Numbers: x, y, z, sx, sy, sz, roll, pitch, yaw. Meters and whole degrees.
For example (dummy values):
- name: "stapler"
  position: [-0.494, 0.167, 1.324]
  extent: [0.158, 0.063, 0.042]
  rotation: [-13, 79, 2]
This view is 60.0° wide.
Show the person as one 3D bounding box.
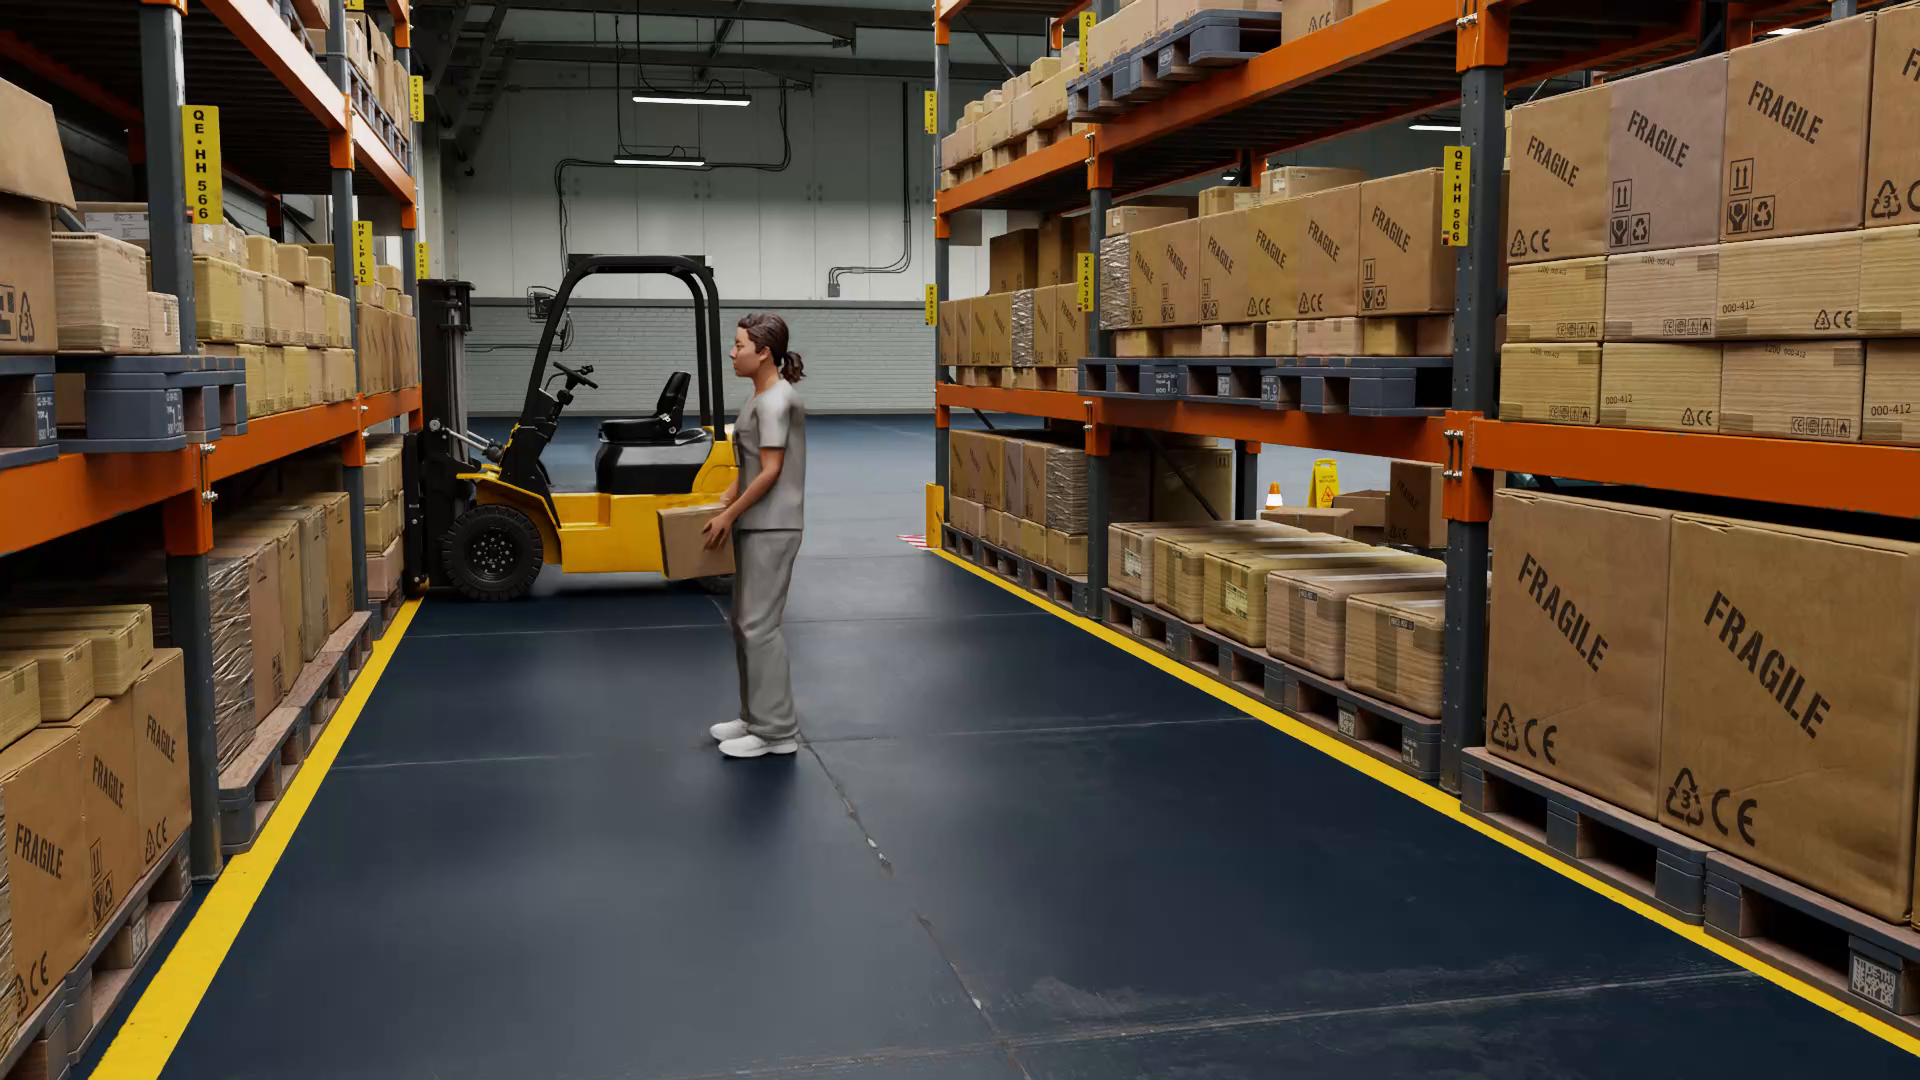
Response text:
- name: "person"
  position: [-0.786, -0.024, 6.356]
  extent: [0.429, 1.676, 0.466]
  rotation: [-2, 6, -15]
